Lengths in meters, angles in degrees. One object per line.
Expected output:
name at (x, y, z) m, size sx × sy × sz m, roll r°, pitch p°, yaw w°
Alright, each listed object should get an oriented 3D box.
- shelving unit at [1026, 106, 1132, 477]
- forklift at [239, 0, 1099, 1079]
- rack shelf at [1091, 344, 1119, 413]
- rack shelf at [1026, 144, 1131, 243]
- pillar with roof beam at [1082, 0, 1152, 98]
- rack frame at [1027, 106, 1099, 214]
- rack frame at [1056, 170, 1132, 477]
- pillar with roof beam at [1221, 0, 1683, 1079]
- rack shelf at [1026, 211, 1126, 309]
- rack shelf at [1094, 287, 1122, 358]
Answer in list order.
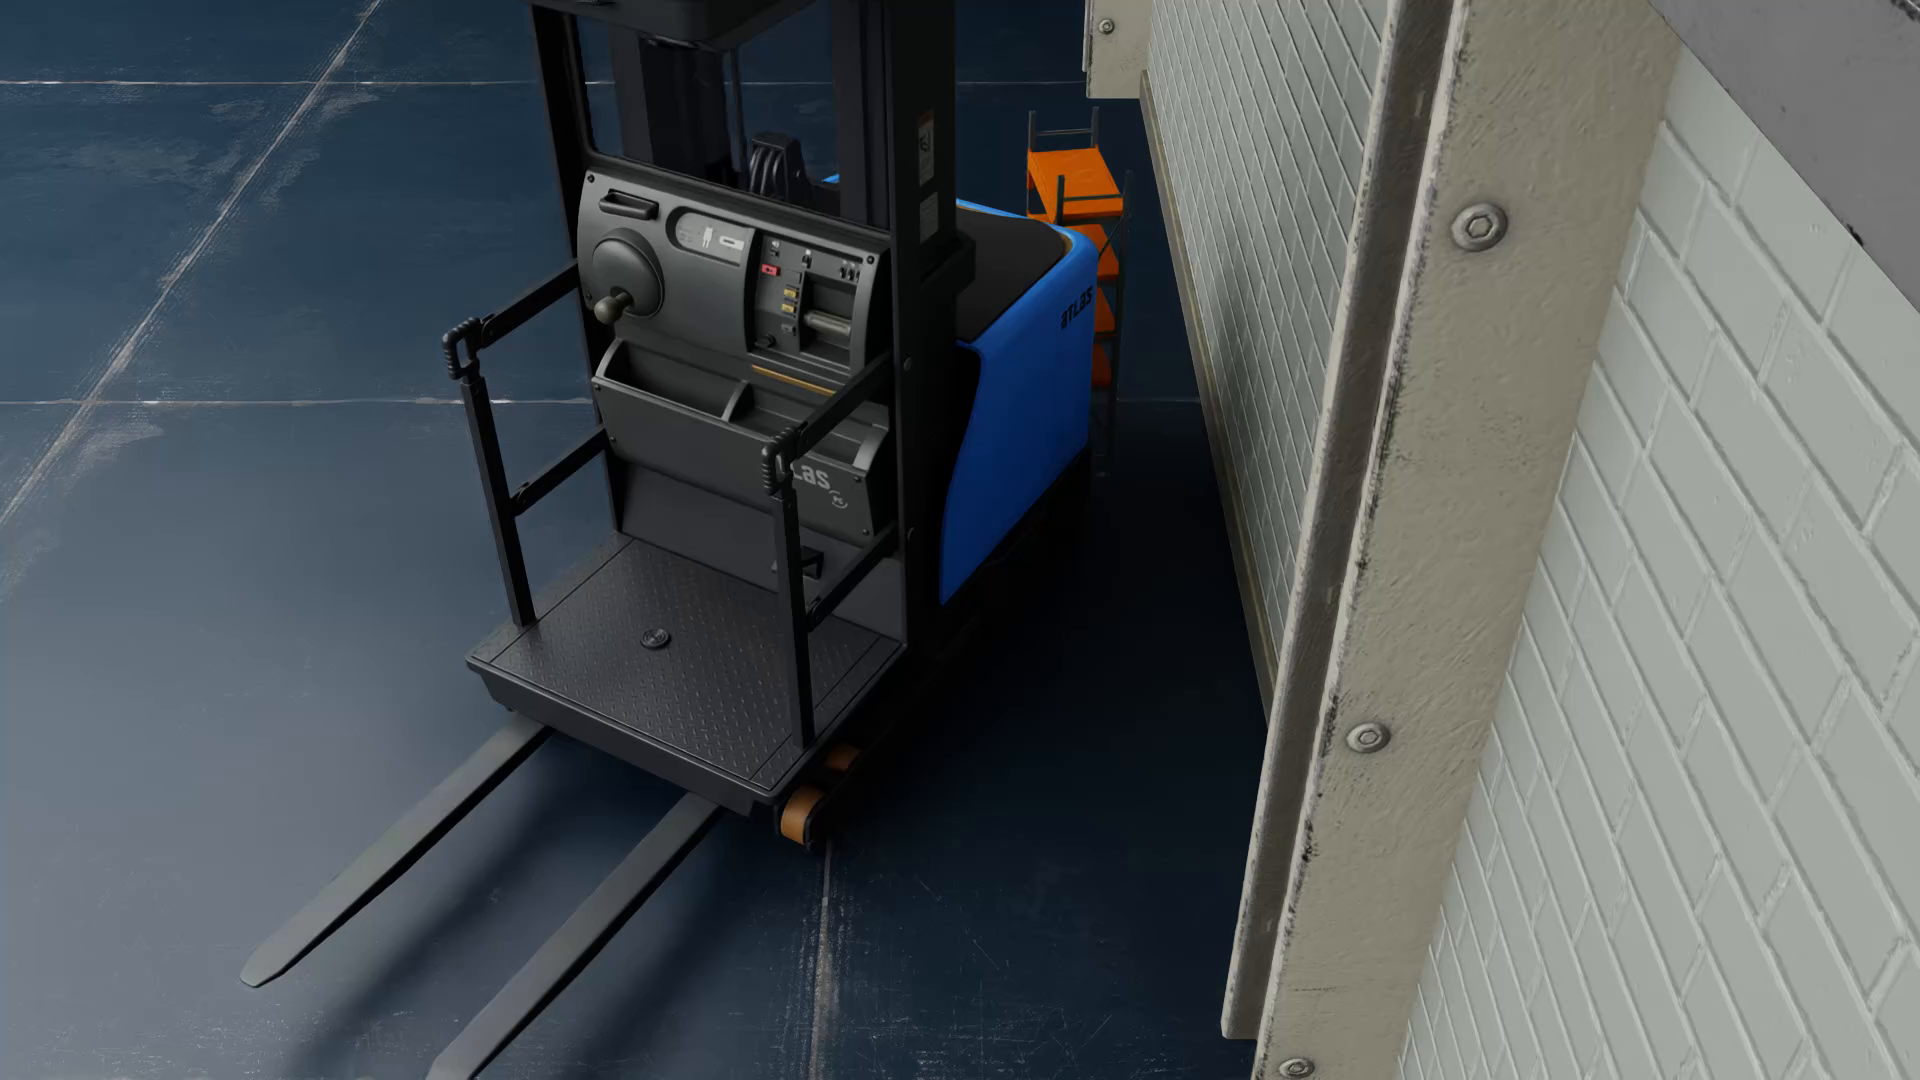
shelving unit at (0.392, -0.847, 5.847) m, size 0.258 × 1.200 × 0.503 m, roll -5°, pitch 39°, yaw -7°
forklift at (-0.719, -0.617, 4.176) m, size 1.130 × 2.935 × 3.031 m, roll 20°, pitch 43°, yaw 23°
rack shelf at (0.392, -0.639, 6.014) m, size 0.258 × 0.148 × 0.480 m, roll -5°, pitch 39°, yaw -7°
rack shelf at (0.392, -1.154, 5.602) m, size 0.258 × 0.148 × 0.480 m, roll -5°, pitch 39°, yaw -7°
pillar with roof beam at (-3.495, -5.919, 5.940) m, size 9.100 × 9.000 × 0.400 m, roll 0°, pitch 39°, yaw 0°
rack frame at (0.355, -0.998, 6.036) m, size 0.240 × 1.200 × 0.015 m, roll -5°, pitch 39°, yaw -7°
rack frame at (0.429, -0.696, 5.659) m, size 0.240 × 1.200 × 0.015 m, roll -5°, pitch 39°, yaw -7°
pillar with roof beam at (-3.488, -2.167, 1.258) m, size 9.100 × 9.000 × 0.400 m, roll 0°, pitch 39°, yaw 0°
rack shelf at (0.392, -0.969, 5.749) m, size 0.258 × 0.148 × 0.480 m, roll -5°, pitch 39°, yaw -7°
rack shelf at (0.392, -0.794, 5.889) m, size 0.258 × 0.148 × 0.480 m, roll -5°, pitch 39°, yaw -7°
